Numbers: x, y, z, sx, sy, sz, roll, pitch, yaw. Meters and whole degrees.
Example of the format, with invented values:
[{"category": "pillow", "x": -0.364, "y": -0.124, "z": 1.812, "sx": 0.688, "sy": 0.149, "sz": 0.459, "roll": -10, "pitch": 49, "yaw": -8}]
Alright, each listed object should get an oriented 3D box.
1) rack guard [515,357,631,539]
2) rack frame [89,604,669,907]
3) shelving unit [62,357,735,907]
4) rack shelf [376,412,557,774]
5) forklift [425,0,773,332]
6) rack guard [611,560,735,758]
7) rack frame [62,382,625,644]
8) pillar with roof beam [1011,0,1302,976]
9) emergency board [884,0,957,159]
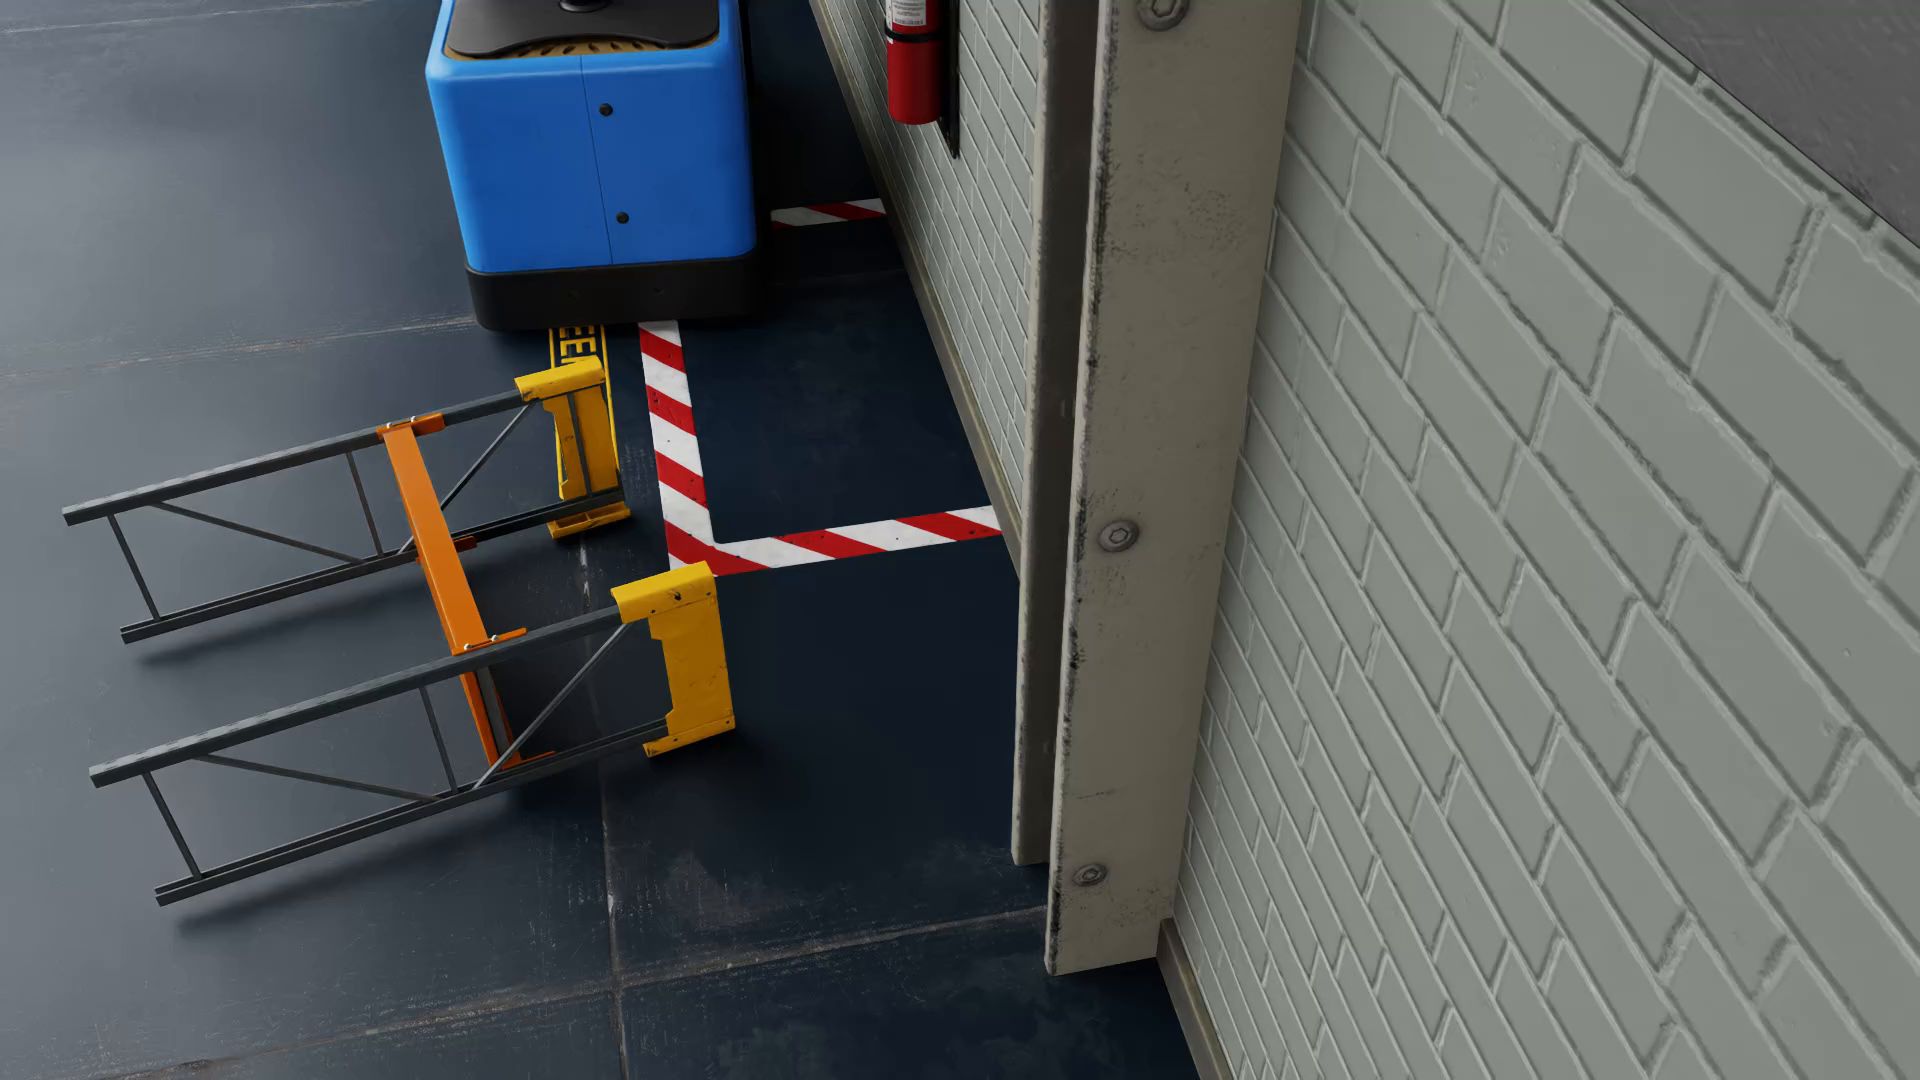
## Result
[{"category": "rack guard", "x": -1.179, "y": -0.274, "z": 5.093, "sx": 0.250, "sy": 0.587, "sz": 0.087, "roll": -18, "pitch": 45, "yaw": -18}, {"category": "rack frame", "x": -1.320, "y": 0.504, "z": 4.221, "sx": 1.500, "sy": 0.500, "sz": 0.032, "roll": -18, "pitch": 45, "yaw": -18}, {"category": "shelving unit", "x": -1.533, "y": 0.204, "z": 4.559, "sx": 1.500, "sy": 0.587, "sz": 1.083, "roll": -18, "pitch": 45, "yaw": -18}, {"category": "rack shelf", "x": -1.374, "y": 0.147, "z": 4.622, "sx": 0.185, "sy": 0.538, "sz": 1.000, "roll": -18, "pitch": 45, "yaw": -18}, {"category": "forklift", "x": -1.410, "y": -2.824, "z": 6.223, "sx": 1.130, "sy": 2.935, "sz": 3.031, "roll": -5, "pitch": 42, "yaw": -5}, {"category": "rack guard", "x": -0.755, "y": 0.324, "z": 4.419, "sx": 0.250, "sy": 0.587, "sz": 0.087, "roll": -18, "pitch": 45, "yaw": -18}, {"category": "rack frame", "x": -1.753, "y": -0.107, "z": 4.909, "sx": 1.500, "sy": 0.500, "sz": 0.032, "roll": -18, "pitch": 45, "yaw": -18}, {"category": "pillar with roof beam", "x": -3.878, "y": -1.836, "z": 0.539, "sx": 9.100, "sy": 9.000, "sz": 0.400, "roll": -8, "pitch": 42, "yaw": -9}, {"category": "emergency board", "x": -0.171, "y": -1.816, "z": 5.037, "sx": 0.194, "sy": 1.169, "sz": 0.643, "roll": -8, "pitch": 42, "yaw": -9}]
